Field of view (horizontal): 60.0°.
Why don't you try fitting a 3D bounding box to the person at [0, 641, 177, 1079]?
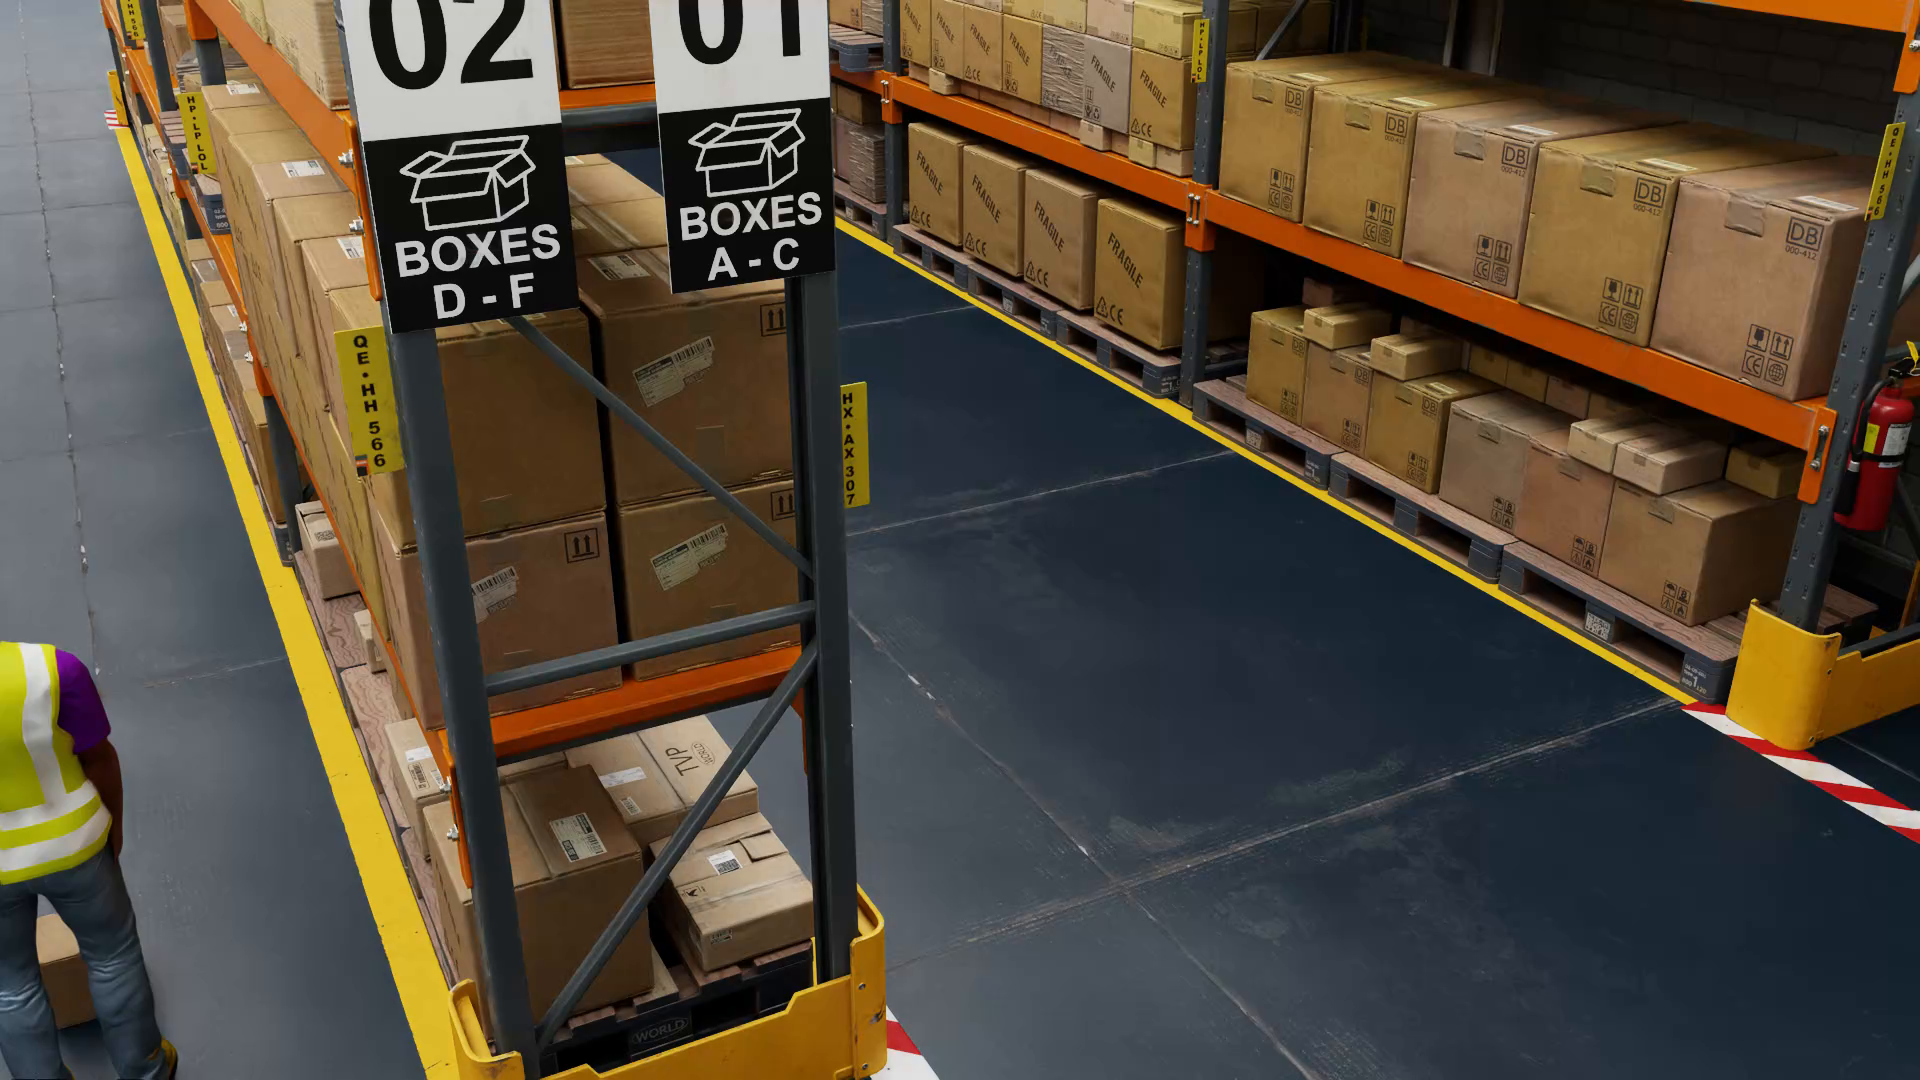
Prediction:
[{"bbox_3d":[-2.488,0.809,4.393,0.573,1.752,0.384,-11,27,-21],"label":"person"}]
